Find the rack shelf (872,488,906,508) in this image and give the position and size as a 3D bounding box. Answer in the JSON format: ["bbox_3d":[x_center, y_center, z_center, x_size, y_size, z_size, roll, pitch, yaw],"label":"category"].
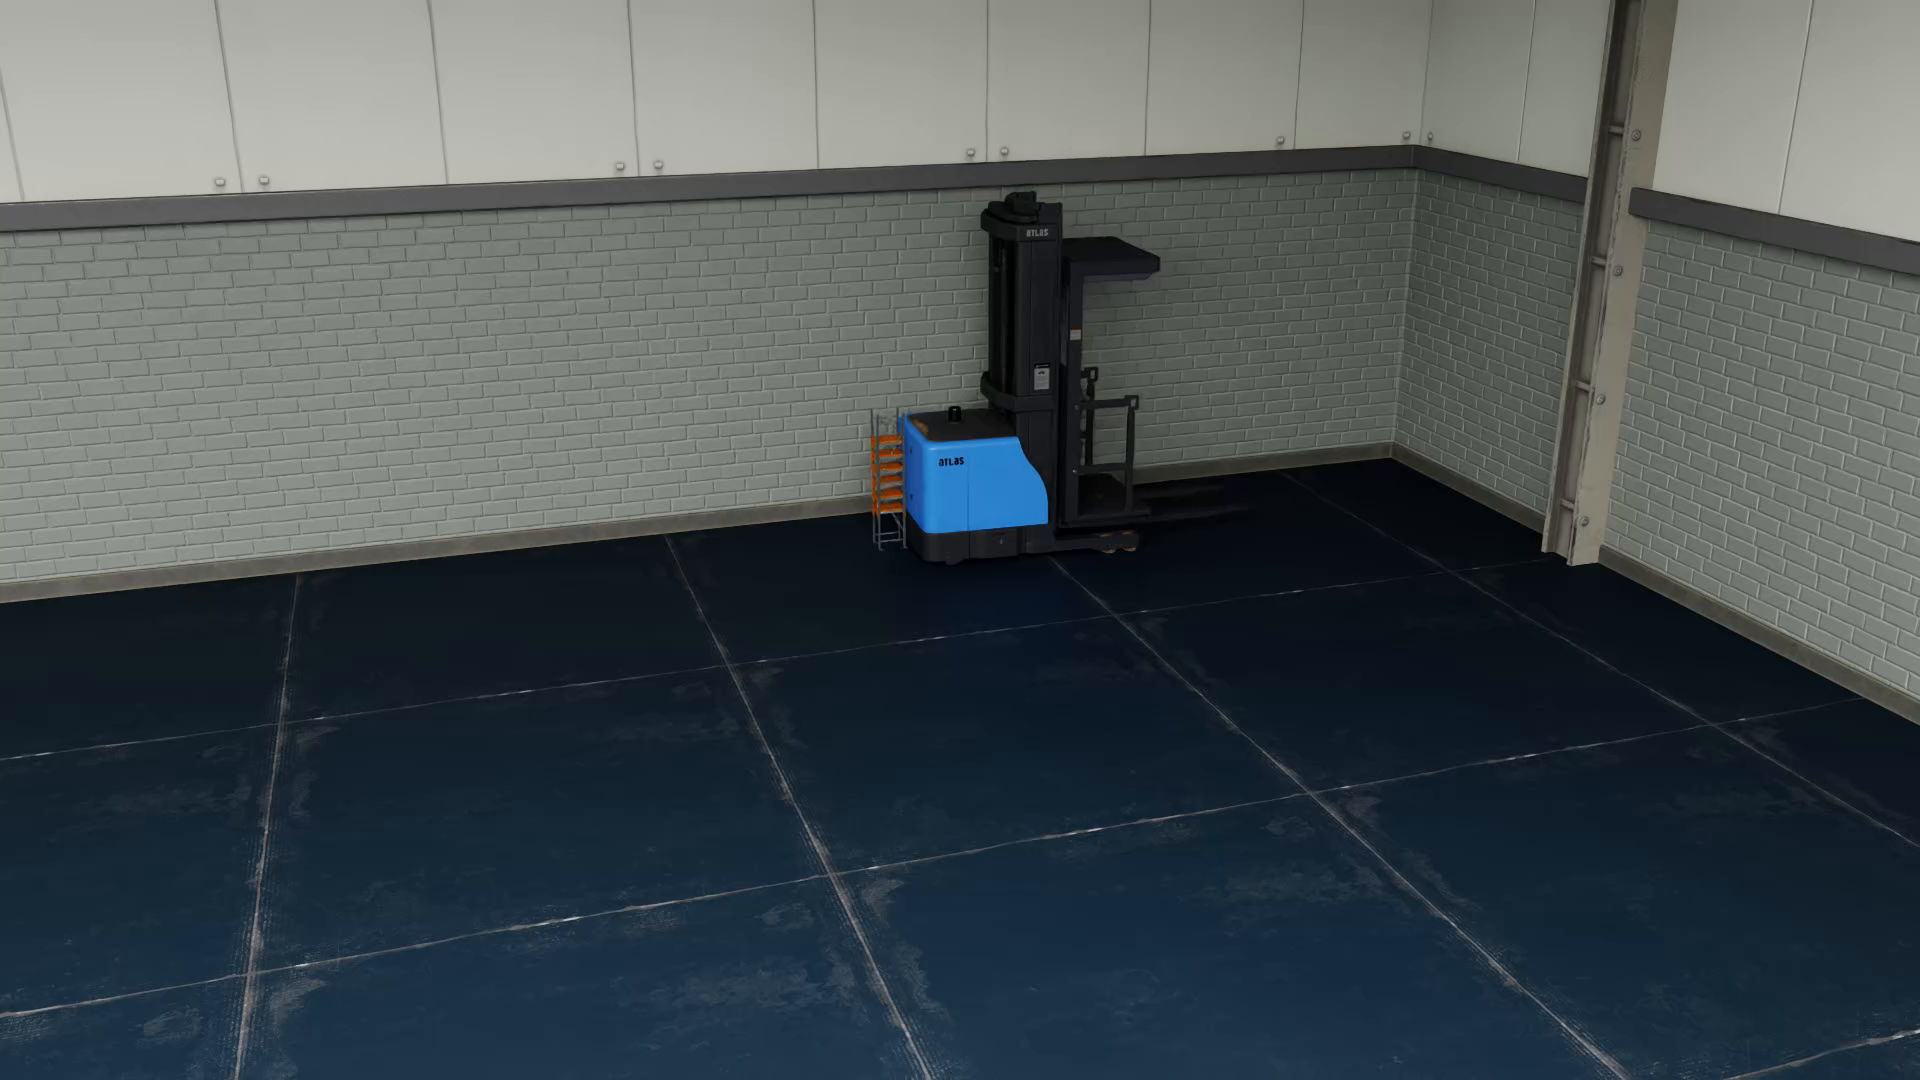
[{"bbox_3d":[-0.606,-0.358,14.126,0.258,0.103,0.180,-6,21,-16],"label":"rack shelf"}]

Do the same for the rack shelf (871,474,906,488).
[{"bbox_3d":[-0.606,-0.471,14.085,0.258,0.103,0.180,-6,21,-16],"label":"rack shelf"}]

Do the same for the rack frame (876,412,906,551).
[{"bbox_3d":[-0.579,-0.484,13.988,0.240,1.200,0.006,-6,21,-16],"label":"rack frame"}]

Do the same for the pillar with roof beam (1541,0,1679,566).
[{"bbox_3d":[1.069,-3.643,11.246,9.100,9.000,0.400,-6,21,-17],"label":"pillar with roof beam"}]

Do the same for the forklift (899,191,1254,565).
[{"bbox_3d":[1.032,-1.431,14.064,3.031,2.935,1.130,-5,20,-15],"label":"forklift"}]

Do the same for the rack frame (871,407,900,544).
[{"bbox_3d":[-0.632,-0.543,14.153,0.240,1.200,0.006,-6,21,-16],"label":"rack frame"}]

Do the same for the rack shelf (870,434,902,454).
[{"bbox_3d":[-0.606,-0.810,13.964,0.258,0.103,0.180,-6,21,-16],"label":"rack shelf"}]

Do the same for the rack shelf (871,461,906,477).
[{"bbox_3d":[-0.606,-0.584,14.045,0.258,0.103,0.180,-6,21,-16],"label":"rack shelf"}]

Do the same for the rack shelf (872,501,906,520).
[{"bbox_3d":[-0.606,-0.246,14.167,0.258,0.103,0.180,-6,21,-16],"label":"rack shelf"}]

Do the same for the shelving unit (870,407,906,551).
[{"bbox_3d":[-0.606,-0.513,14.070,0.258,1.200,0.189,-6,21,-16],"label":"shelving unit"}]

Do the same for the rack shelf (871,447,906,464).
[{"bbox_3d":[-0.606,-0.697,14.004,0.258,0.103,0.180,-6,21,-16],"label":"rack shelf"}]
